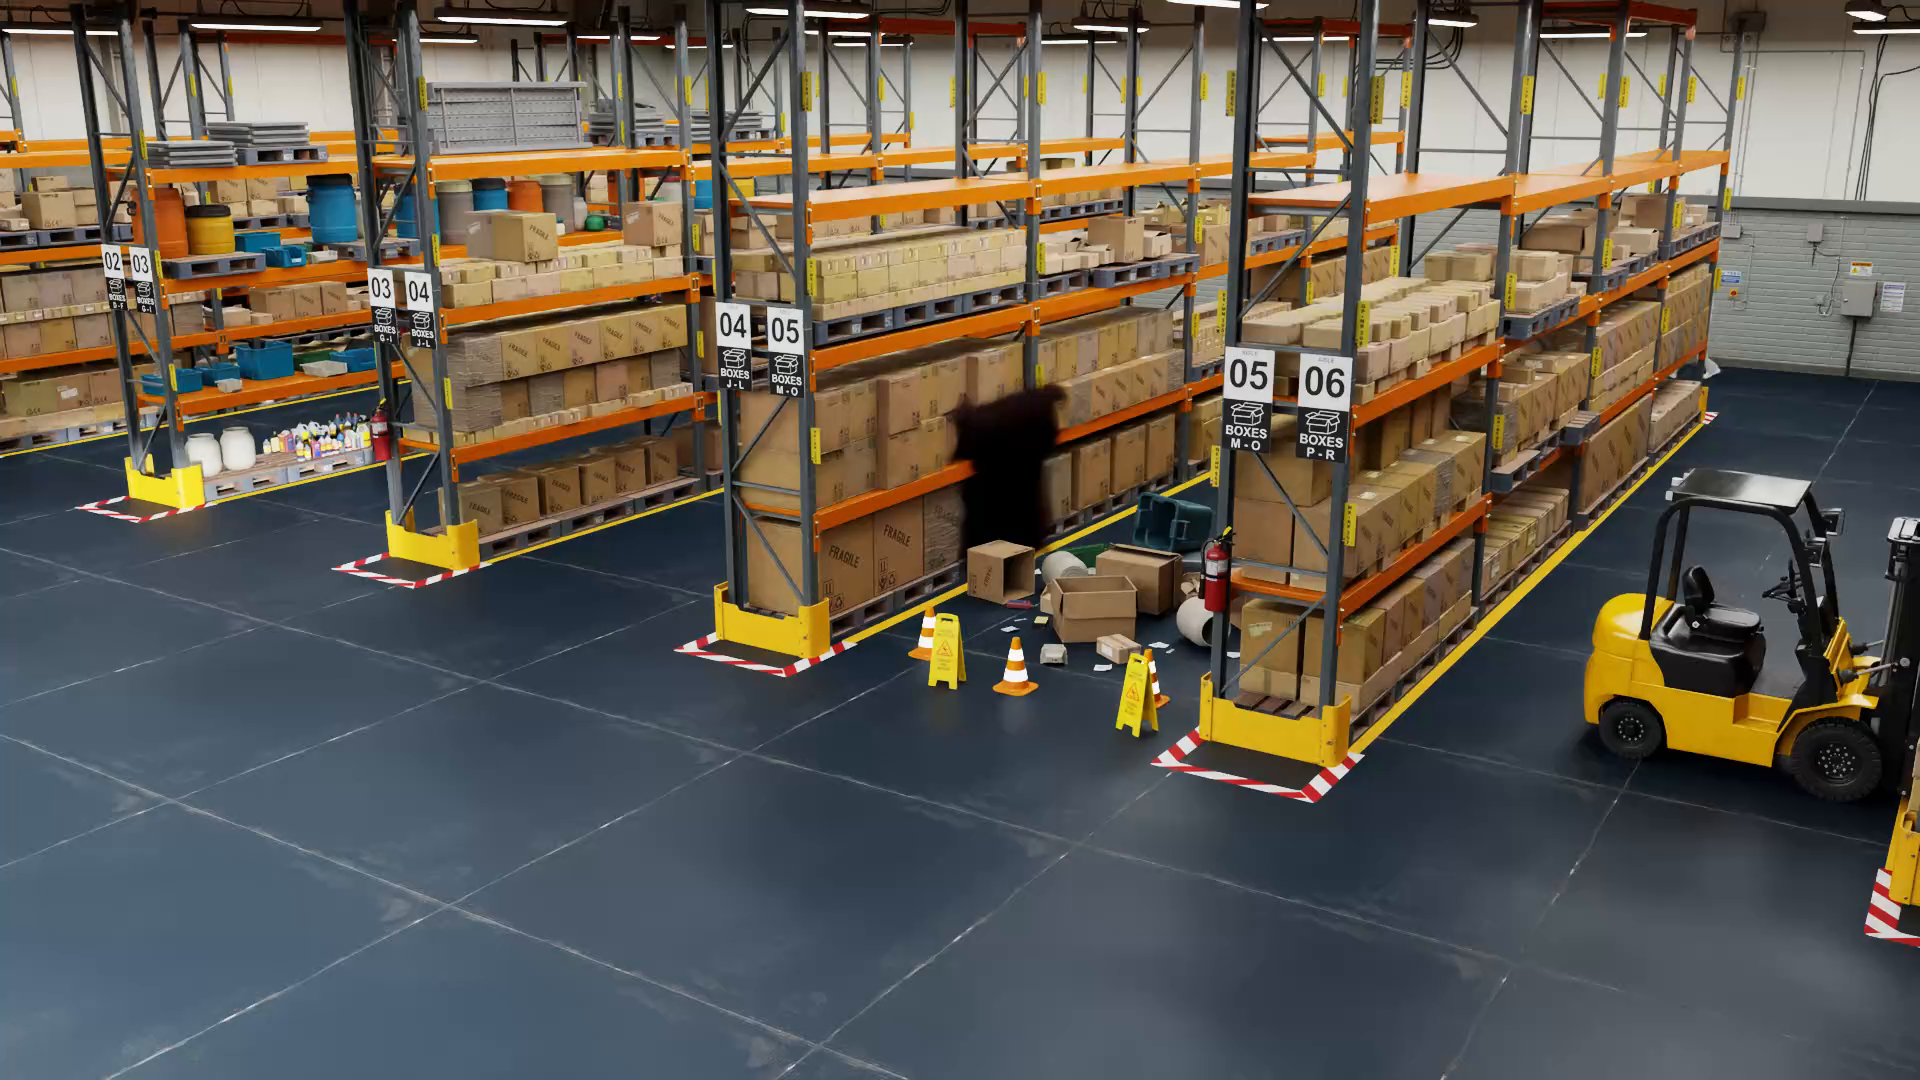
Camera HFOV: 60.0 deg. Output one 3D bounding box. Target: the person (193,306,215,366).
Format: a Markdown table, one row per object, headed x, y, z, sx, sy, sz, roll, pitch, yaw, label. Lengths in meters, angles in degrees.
| x | y | z | sx | sy | sz | roll | pitch | yaw | label |
| --- | --- | --- | --- | --- | --- | --- | --- | --- | --- |
| -12.969 | -3.392 | 28.351 | 0.488 | 1.694 | 0.436 | -5 | 16 | -17 | person |

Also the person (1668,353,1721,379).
| x | y | z | sx | sy | sz | roll | pitch | yaw | label |
| --- | --- | --- | --- | --- | --- | --- | --- | --- | --- |
| 12.861 | -3.686 | 29.199 | 1.053 | 1.731 | 0.643 | 6 | 16 | 19 | person |
